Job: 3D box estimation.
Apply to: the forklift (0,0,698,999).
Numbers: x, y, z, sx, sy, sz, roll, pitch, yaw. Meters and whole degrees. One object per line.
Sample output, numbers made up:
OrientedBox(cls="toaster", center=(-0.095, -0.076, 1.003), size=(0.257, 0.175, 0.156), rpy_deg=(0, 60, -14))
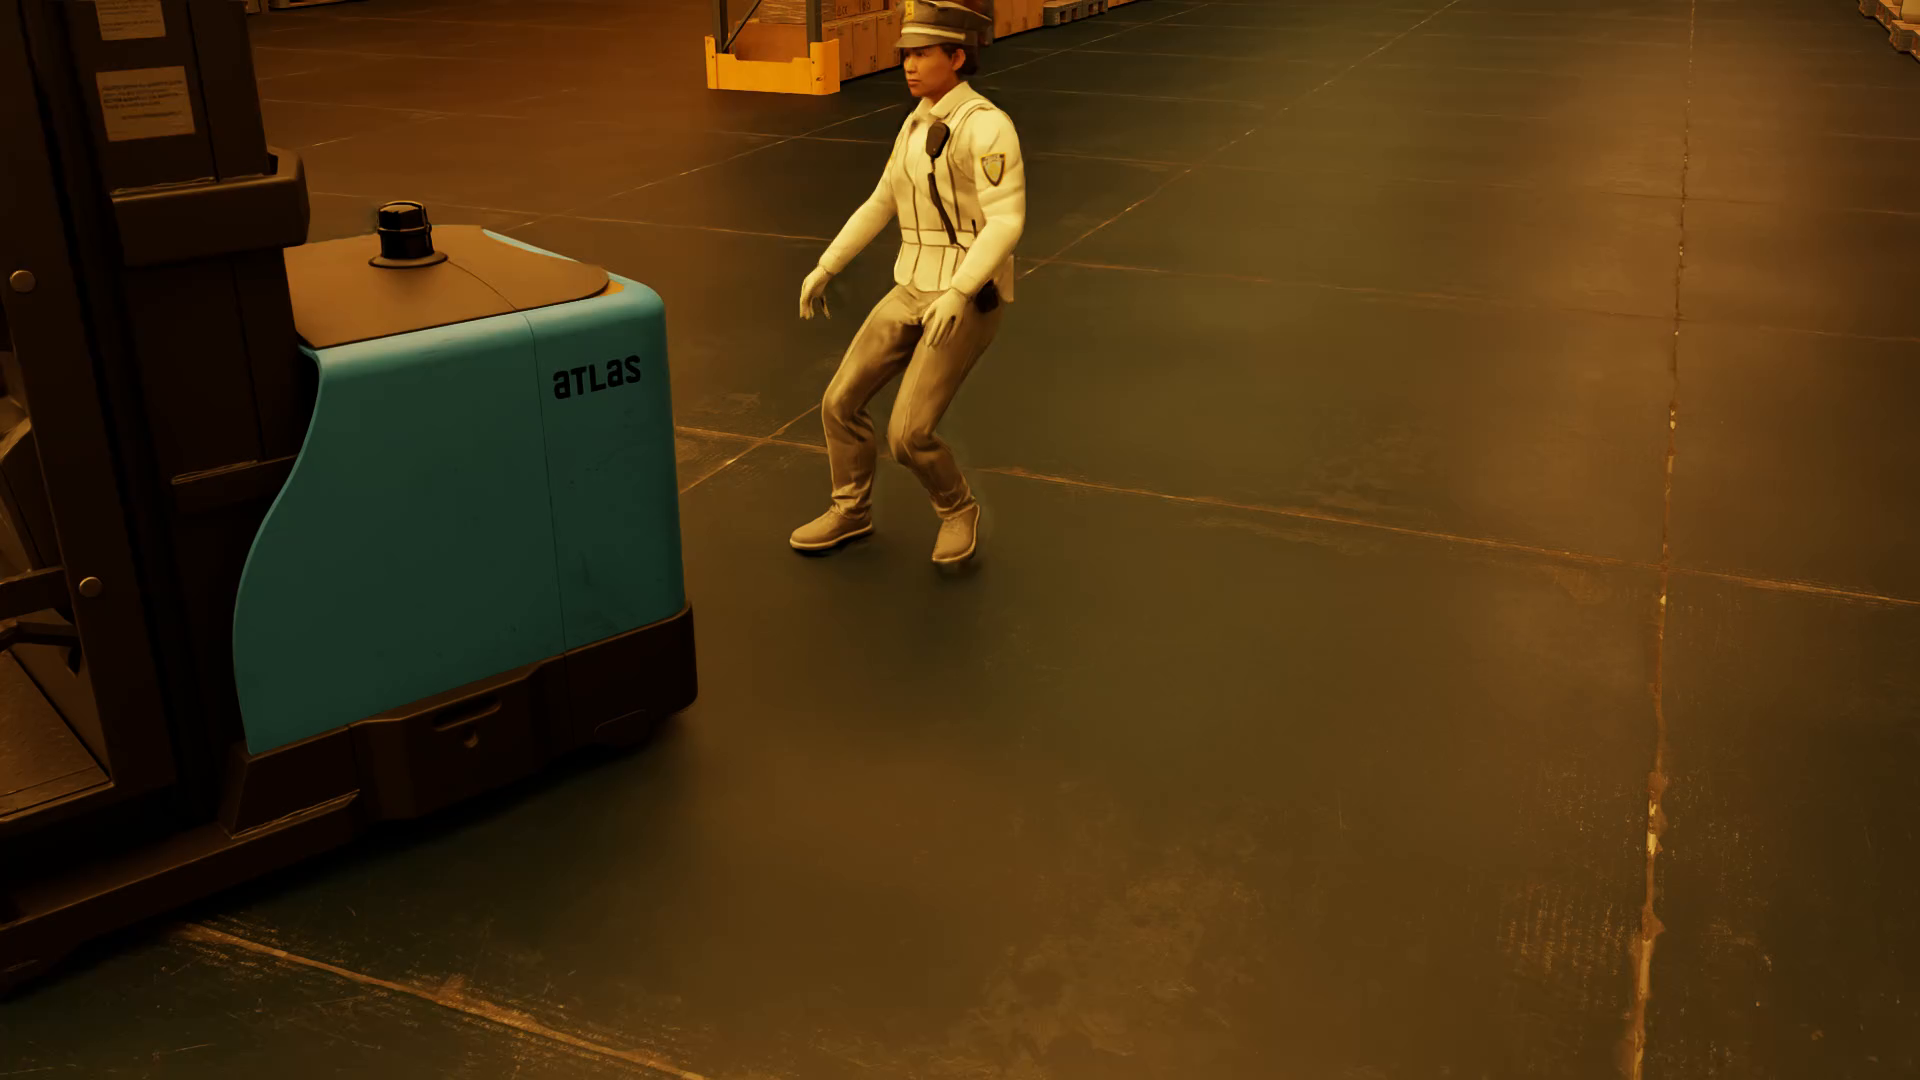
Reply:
OrientedBox(cls="forklift", center=(-2.072, -0.673, 2.902), size=(3.031, 2.935, 1.130), rpy_deg=(-19, 29, -38))

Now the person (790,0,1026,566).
OrientedBox(cls="person", center=(-0.166, -0.696, 4.684), size=(0.549, 1.591, 0.714), rpy_deg=(-15, 27, -31))
